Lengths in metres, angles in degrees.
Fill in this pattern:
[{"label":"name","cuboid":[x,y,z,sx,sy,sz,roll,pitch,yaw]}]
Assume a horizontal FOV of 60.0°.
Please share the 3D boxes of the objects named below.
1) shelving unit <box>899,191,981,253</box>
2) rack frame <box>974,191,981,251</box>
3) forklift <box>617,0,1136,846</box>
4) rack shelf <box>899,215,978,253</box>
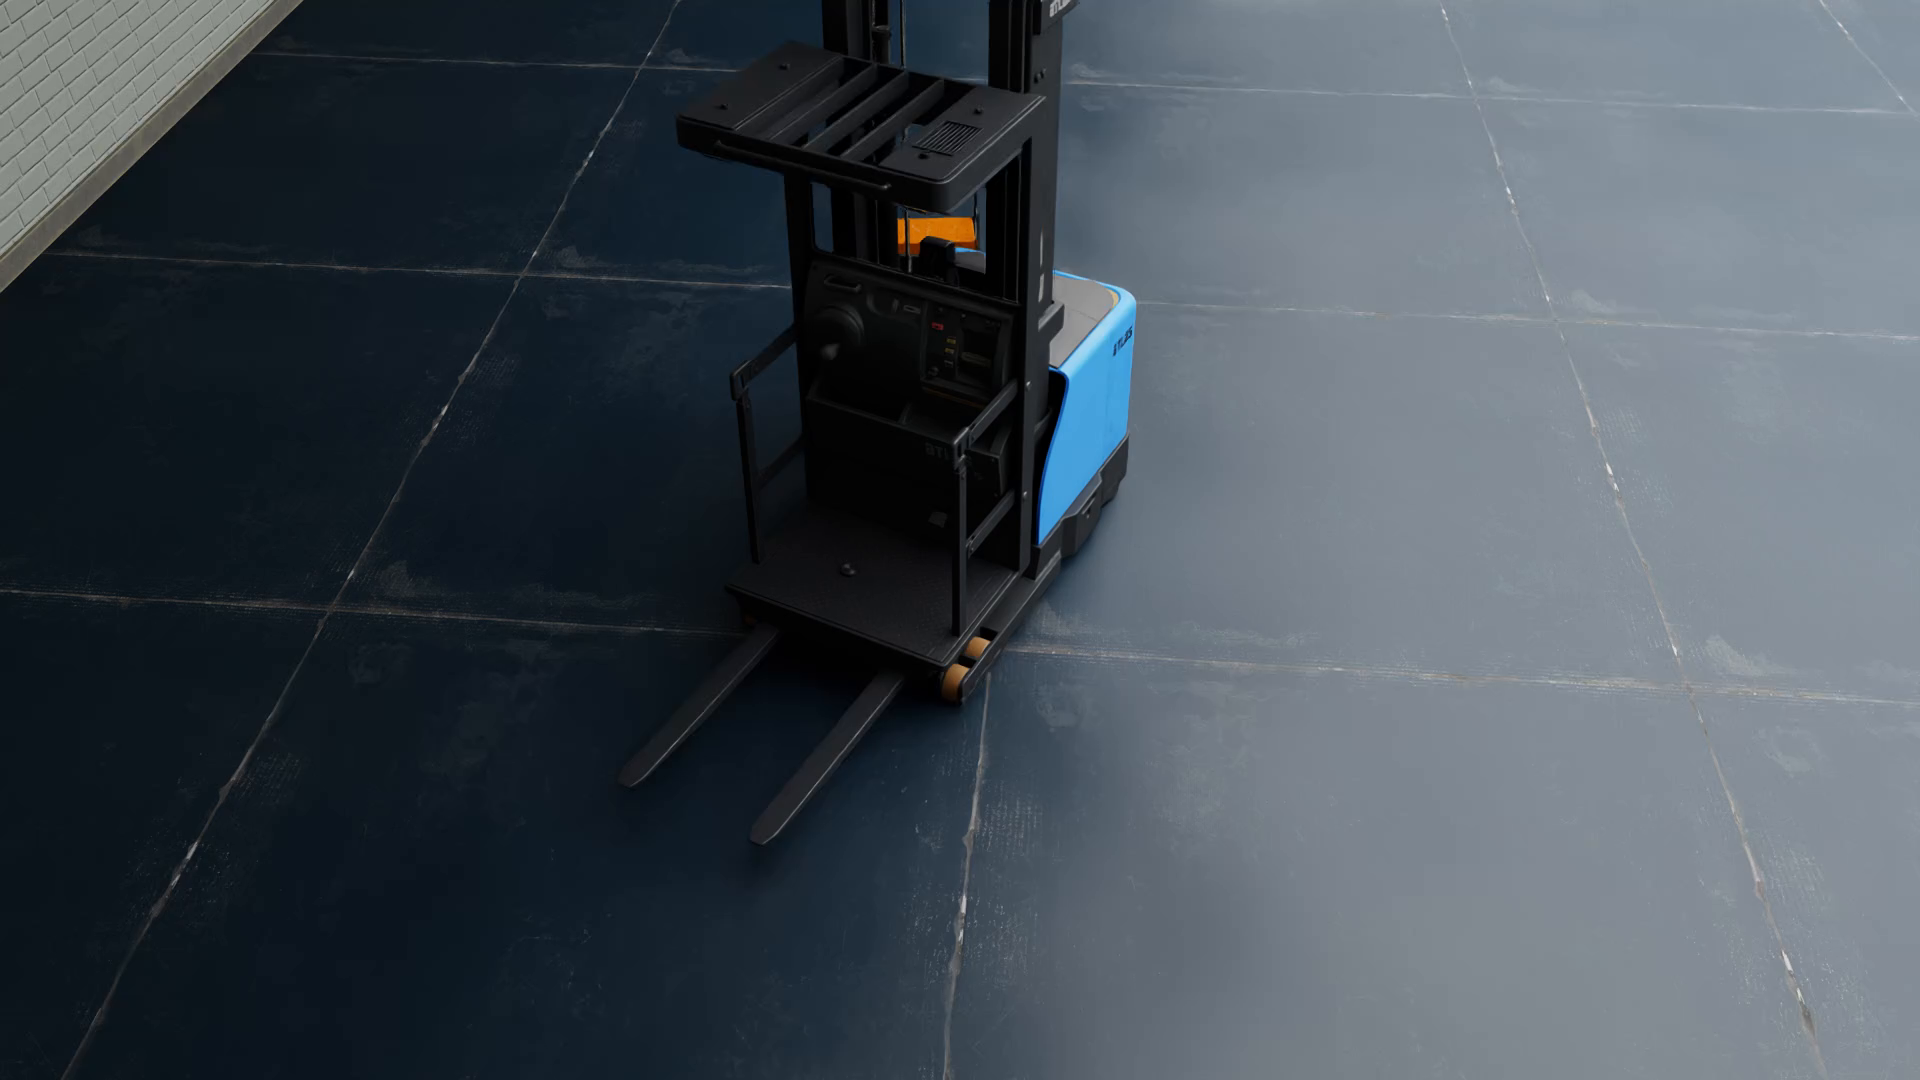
[{"label":"shelving unit","cuboid":[-0.158,-1.153,8.386,0.503,1.200,0.258,-2,39,-3]},{"label":"rack frame","cuboid":[0.085,-1.162,8.398,0.015,1.200,0.240,-2,39,-3]},{"label":"forklift","cuboid":[-0.315,-0.770,6.545,1.130,2.935,3.031,19,43,21]},{"label":"rack shelf","cuboid":[-0.158,-1.458,8.139,0.480,0.148,0.258,-2,39,-3]}]
